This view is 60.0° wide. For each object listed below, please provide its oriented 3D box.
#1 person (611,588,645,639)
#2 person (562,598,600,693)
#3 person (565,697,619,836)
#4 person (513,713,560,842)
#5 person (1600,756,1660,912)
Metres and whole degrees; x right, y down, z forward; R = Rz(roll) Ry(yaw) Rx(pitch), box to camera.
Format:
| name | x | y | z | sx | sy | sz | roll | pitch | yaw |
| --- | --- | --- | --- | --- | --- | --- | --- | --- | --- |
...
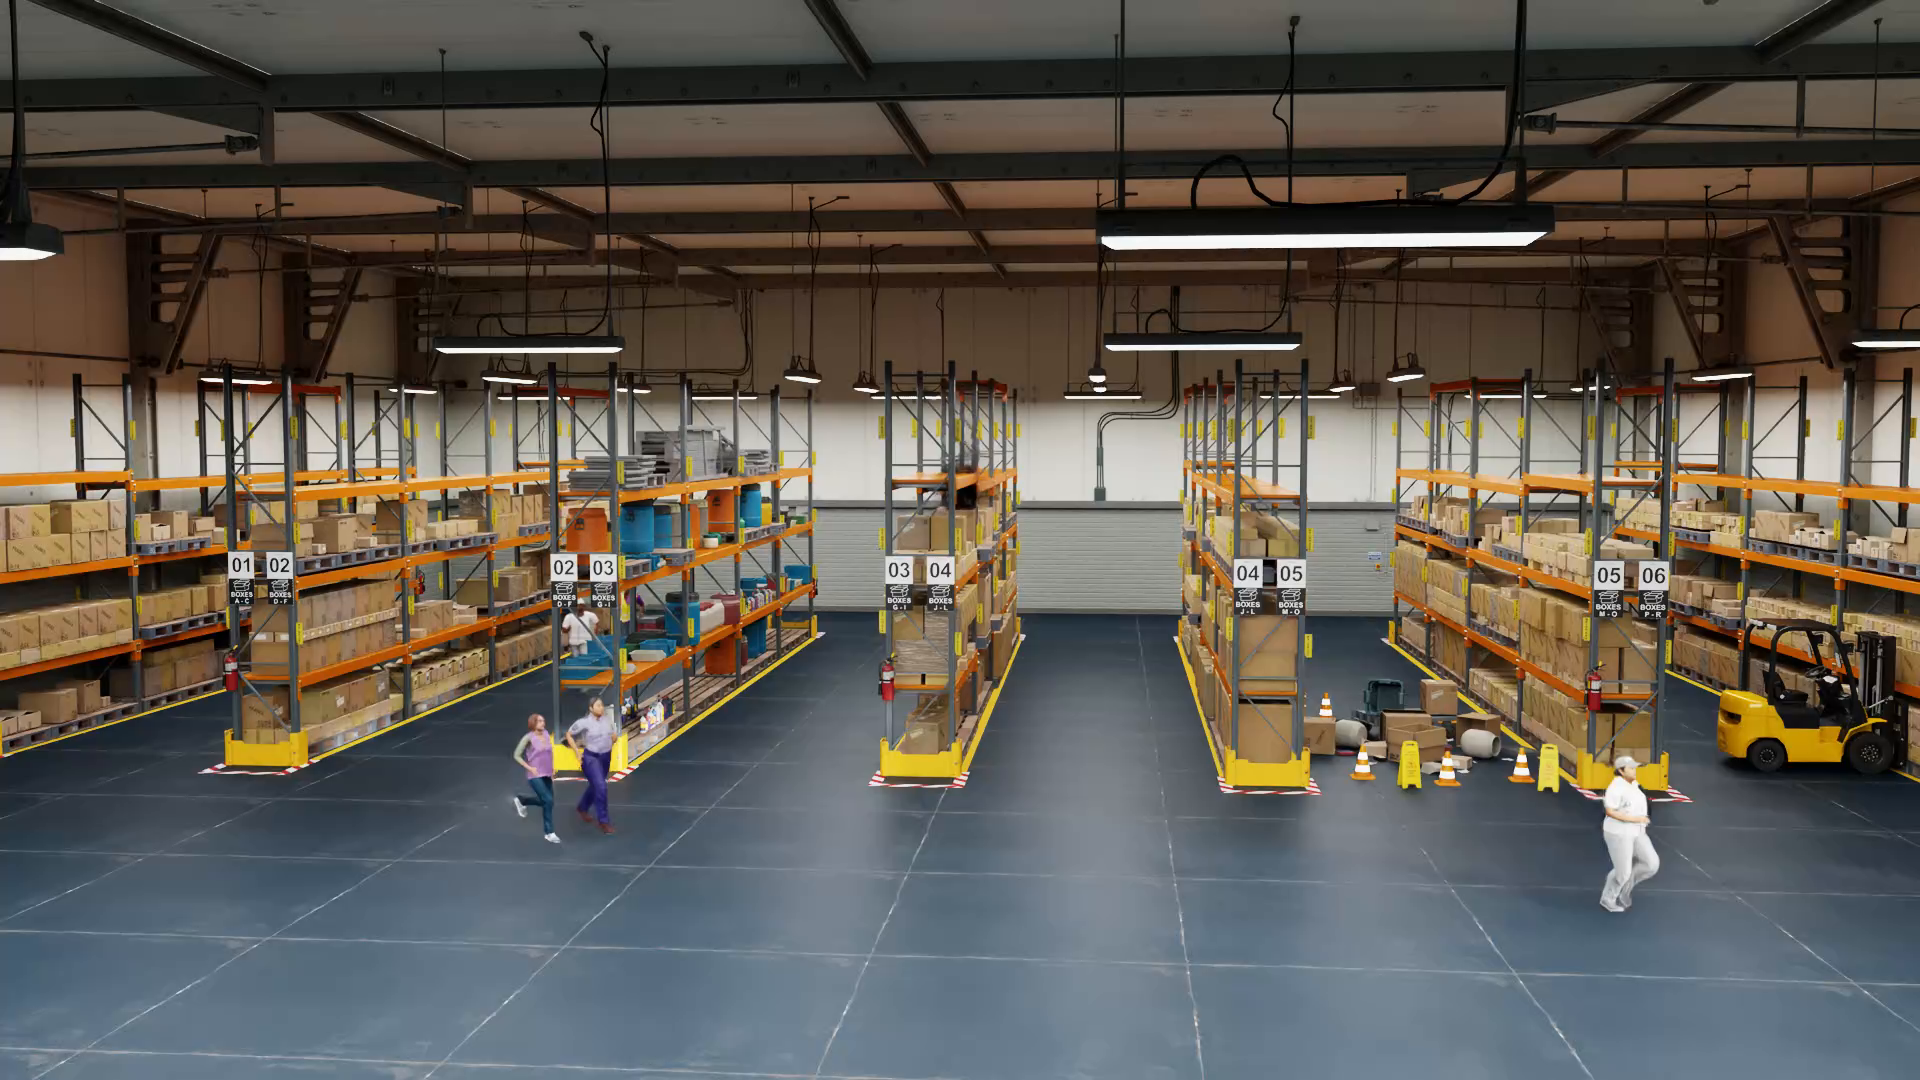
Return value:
| name | x | y | z | sx | sy | sz | roll | pitch | yaw |
| --- | --- | --- | --- | --- | --- | --- | --- | --- | --- |
| person | -7.147 | 1.774 | 35.796 | 0.704 | 1.762 | 0.912 | -1 | 4 | -9 |
| person | -7.305 | 2.018 | 31.969 | 0.674 | 1.821 | 0.729 | 0 | 4 | -1 |
| person | -4.563 | 2.802 | 20.822 | 0.847 | 1.688 | 0.589 | 2 | 4 | 31 |
| person | -5.216 | 2.904 | 20.415 | 0.788 | 1.567 | 0.535 | 2 | 4 | 29 |
| person | 6.914 | 3.044 | 17.188 | 0.661 | 1.638 | 0.560 | -3 | 5 | -37 |
